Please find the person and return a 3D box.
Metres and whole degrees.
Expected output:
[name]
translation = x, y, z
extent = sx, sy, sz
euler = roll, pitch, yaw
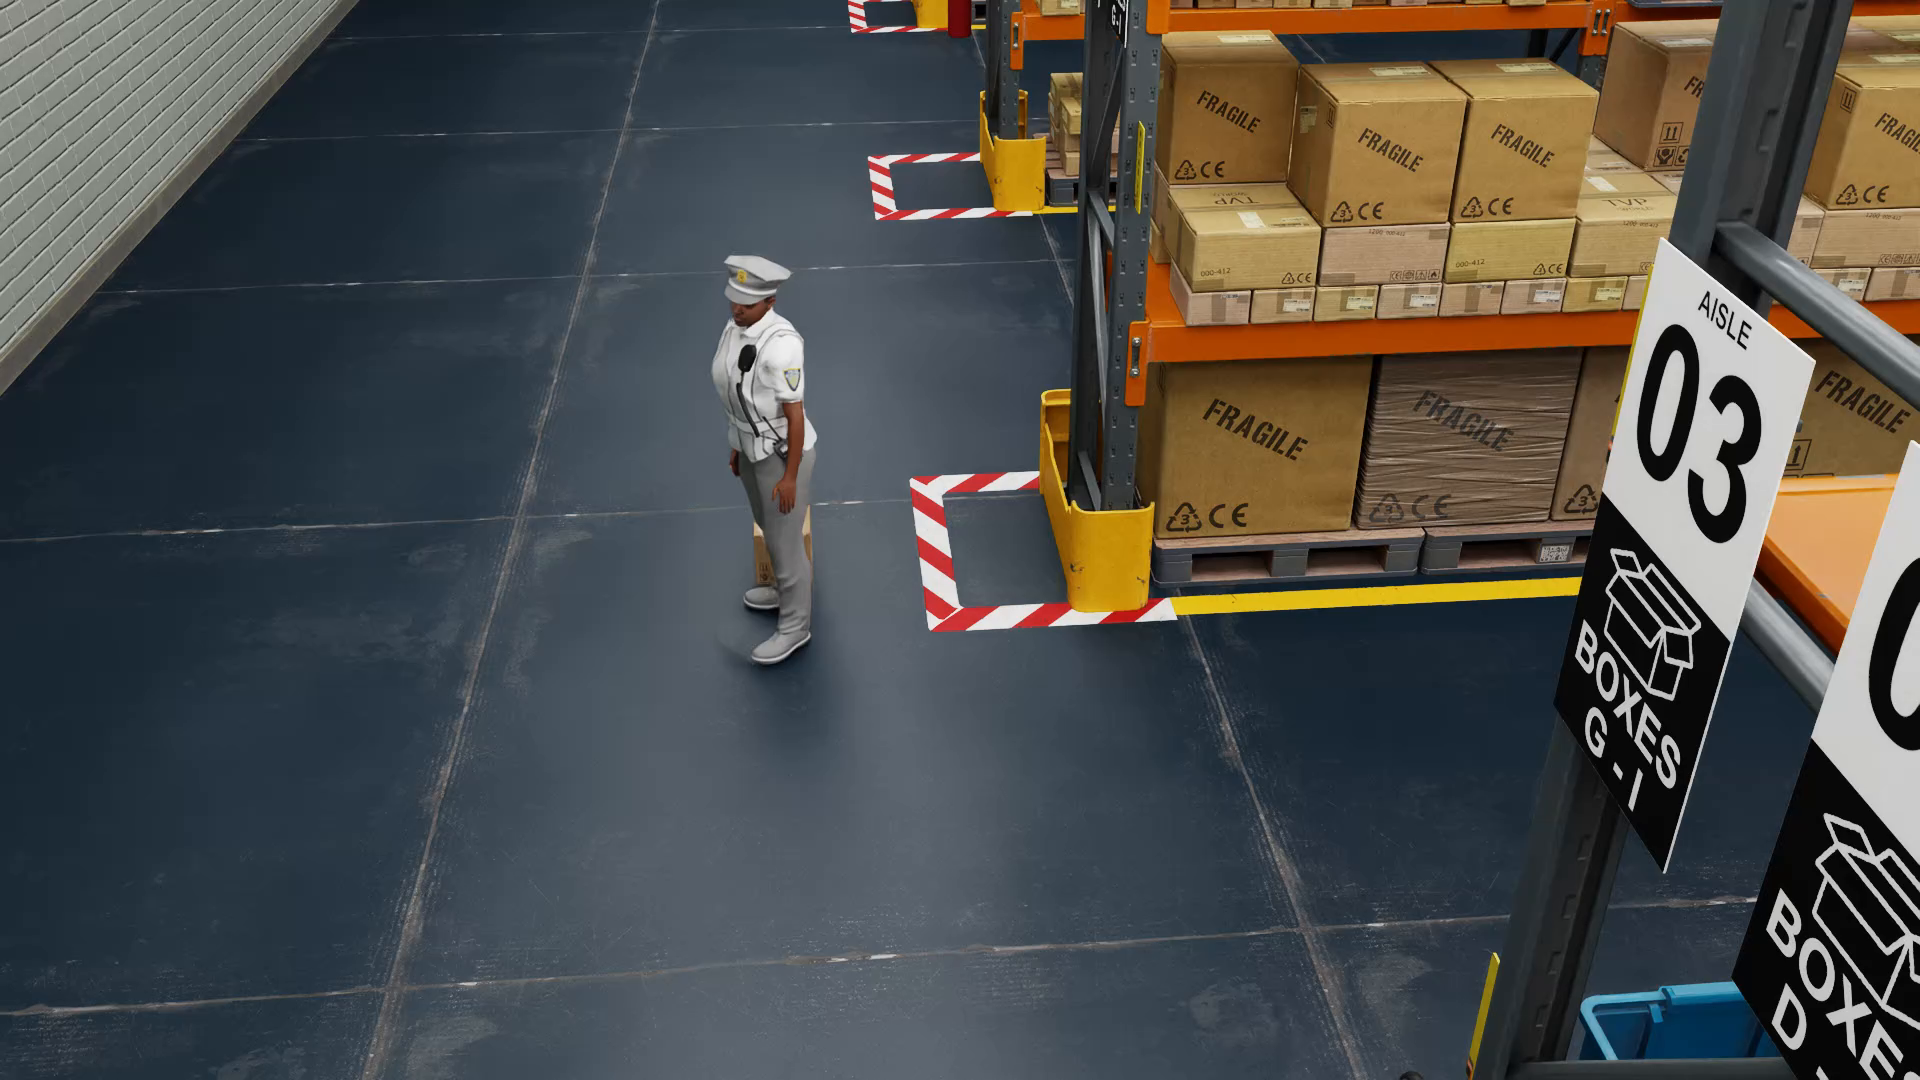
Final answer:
[person]
translation = -0.781, -0.343, 6.642
extent = 0.429, 1.676, 0.537
euler = -18, 36, -27
